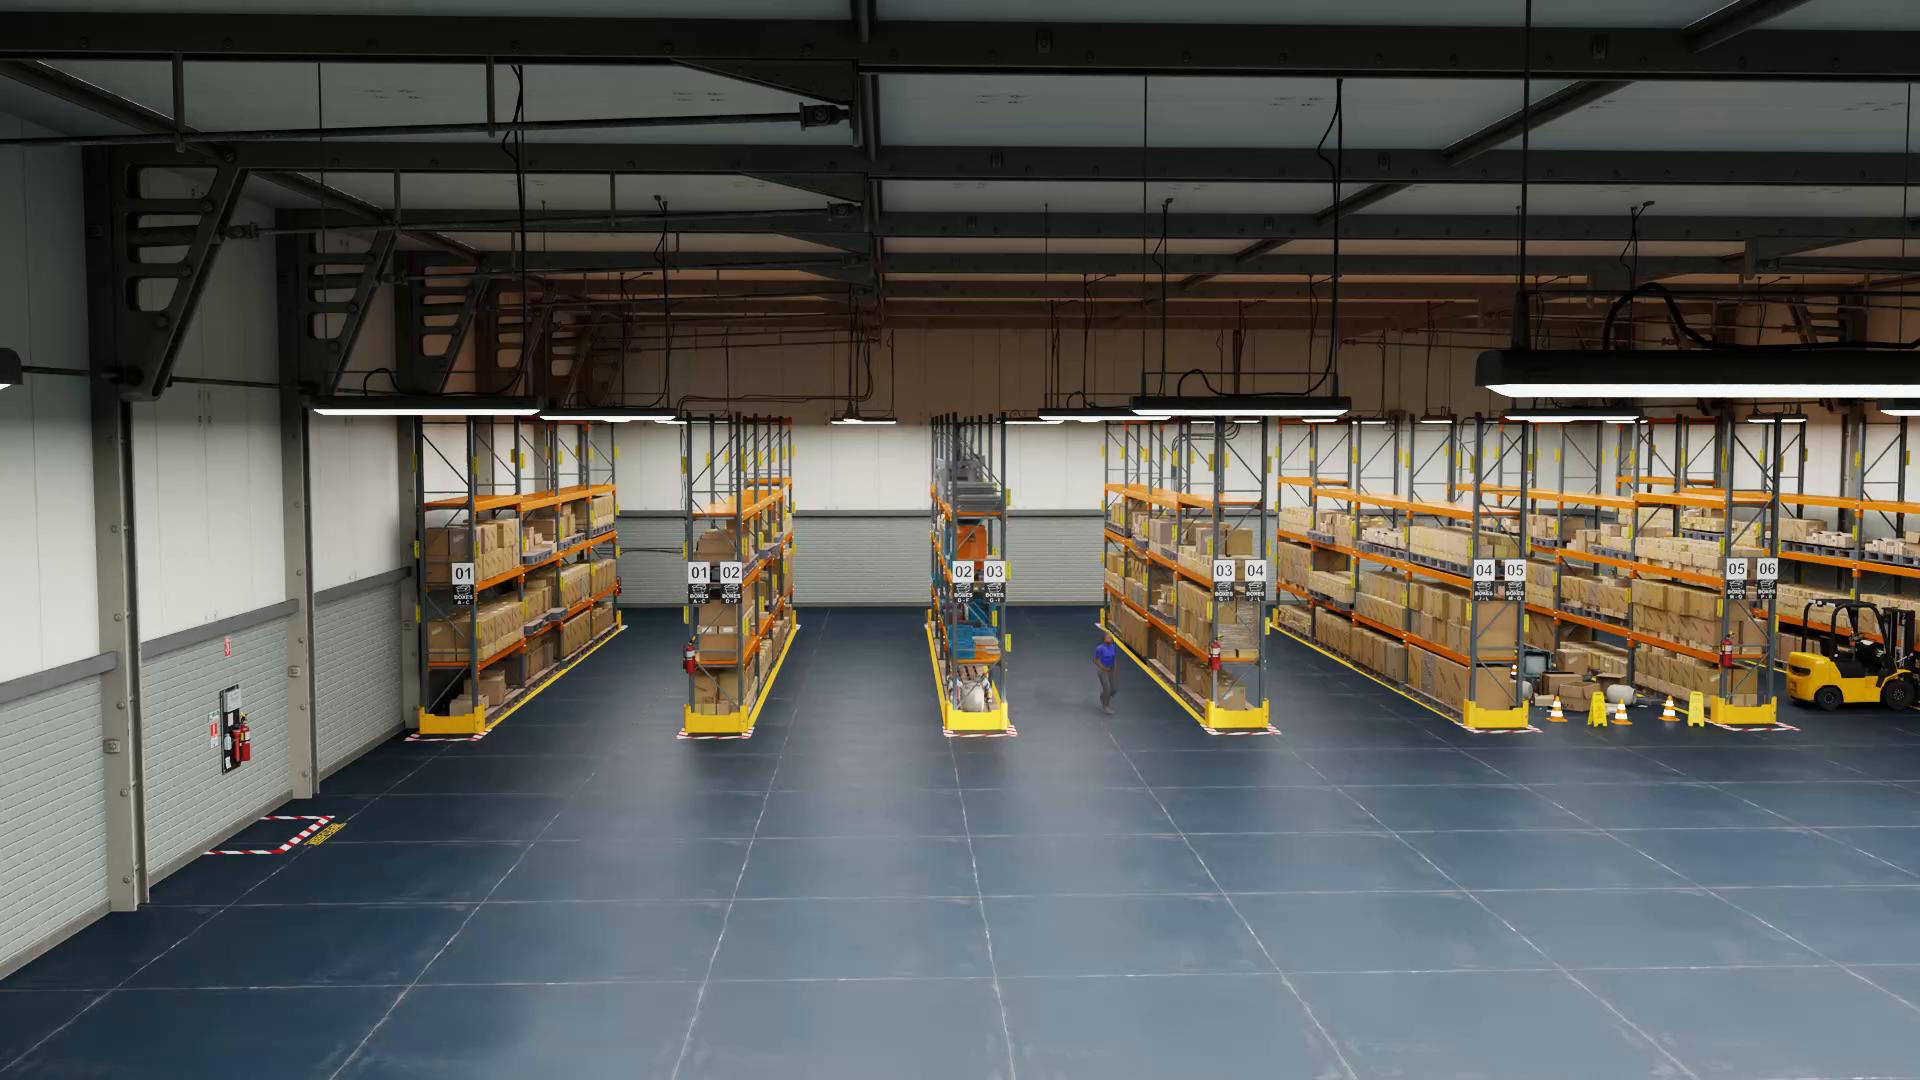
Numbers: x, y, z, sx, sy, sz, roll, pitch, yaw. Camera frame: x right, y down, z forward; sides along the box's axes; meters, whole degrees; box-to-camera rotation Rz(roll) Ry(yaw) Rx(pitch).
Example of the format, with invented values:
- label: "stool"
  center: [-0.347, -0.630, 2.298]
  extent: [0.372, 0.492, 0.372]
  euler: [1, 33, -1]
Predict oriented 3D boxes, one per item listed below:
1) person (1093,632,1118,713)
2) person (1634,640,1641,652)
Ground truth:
- label: "person"
  center: [2.909, 2.660, 33.338]
  extent: [0.583, 1.604, 0.560]
  euler: [-2, 5, -31]
- label: "person"
  center: [17.283, 1.990, 42.066]
  extent: [0.671, 1.814, 0.902]
  euler: [-1, 4, -10]
